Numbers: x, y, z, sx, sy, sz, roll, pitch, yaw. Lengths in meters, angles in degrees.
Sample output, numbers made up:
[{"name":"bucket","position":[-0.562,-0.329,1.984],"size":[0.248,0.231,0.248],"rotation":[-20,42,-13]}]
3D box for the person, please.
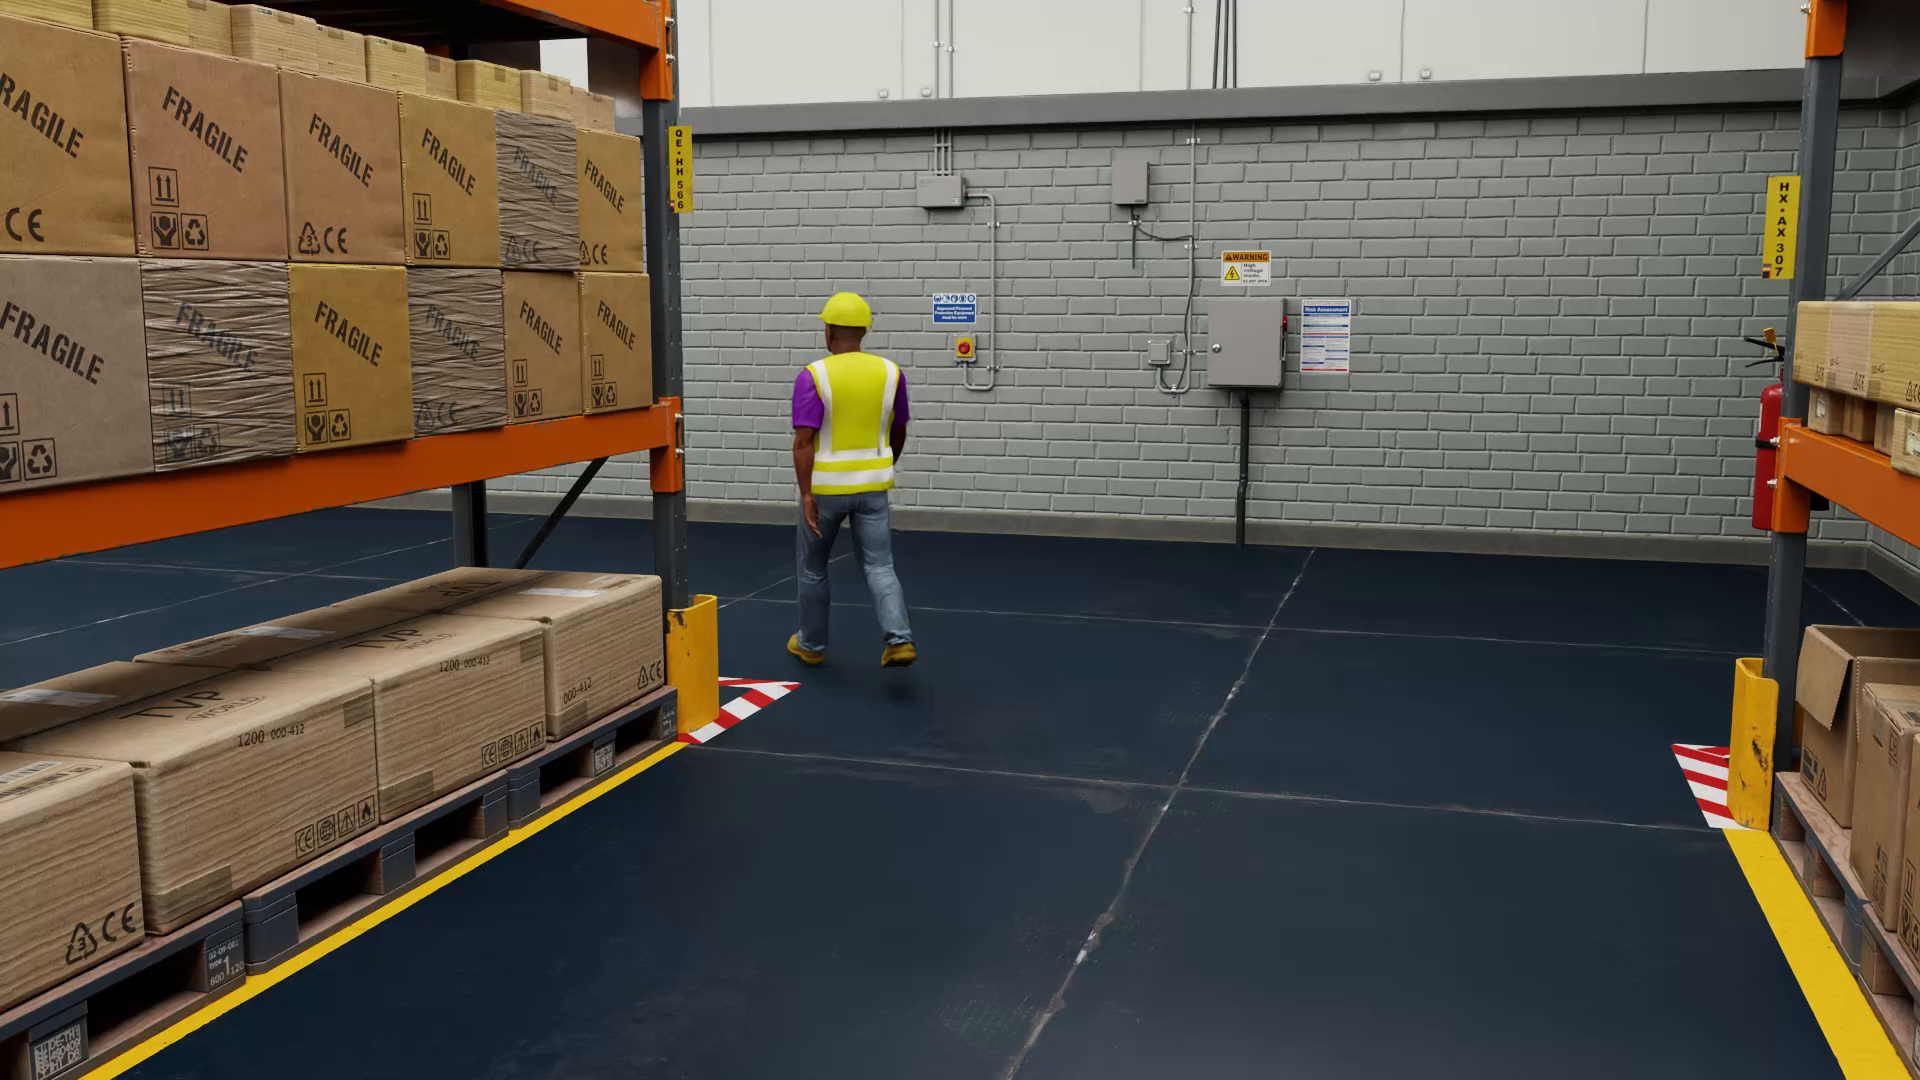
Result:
[{"name":"person","position":[-0.539,-0.254,7.527],"size":[0.578,1.729,0.938],"rotation":[-3,9,-22]}]
